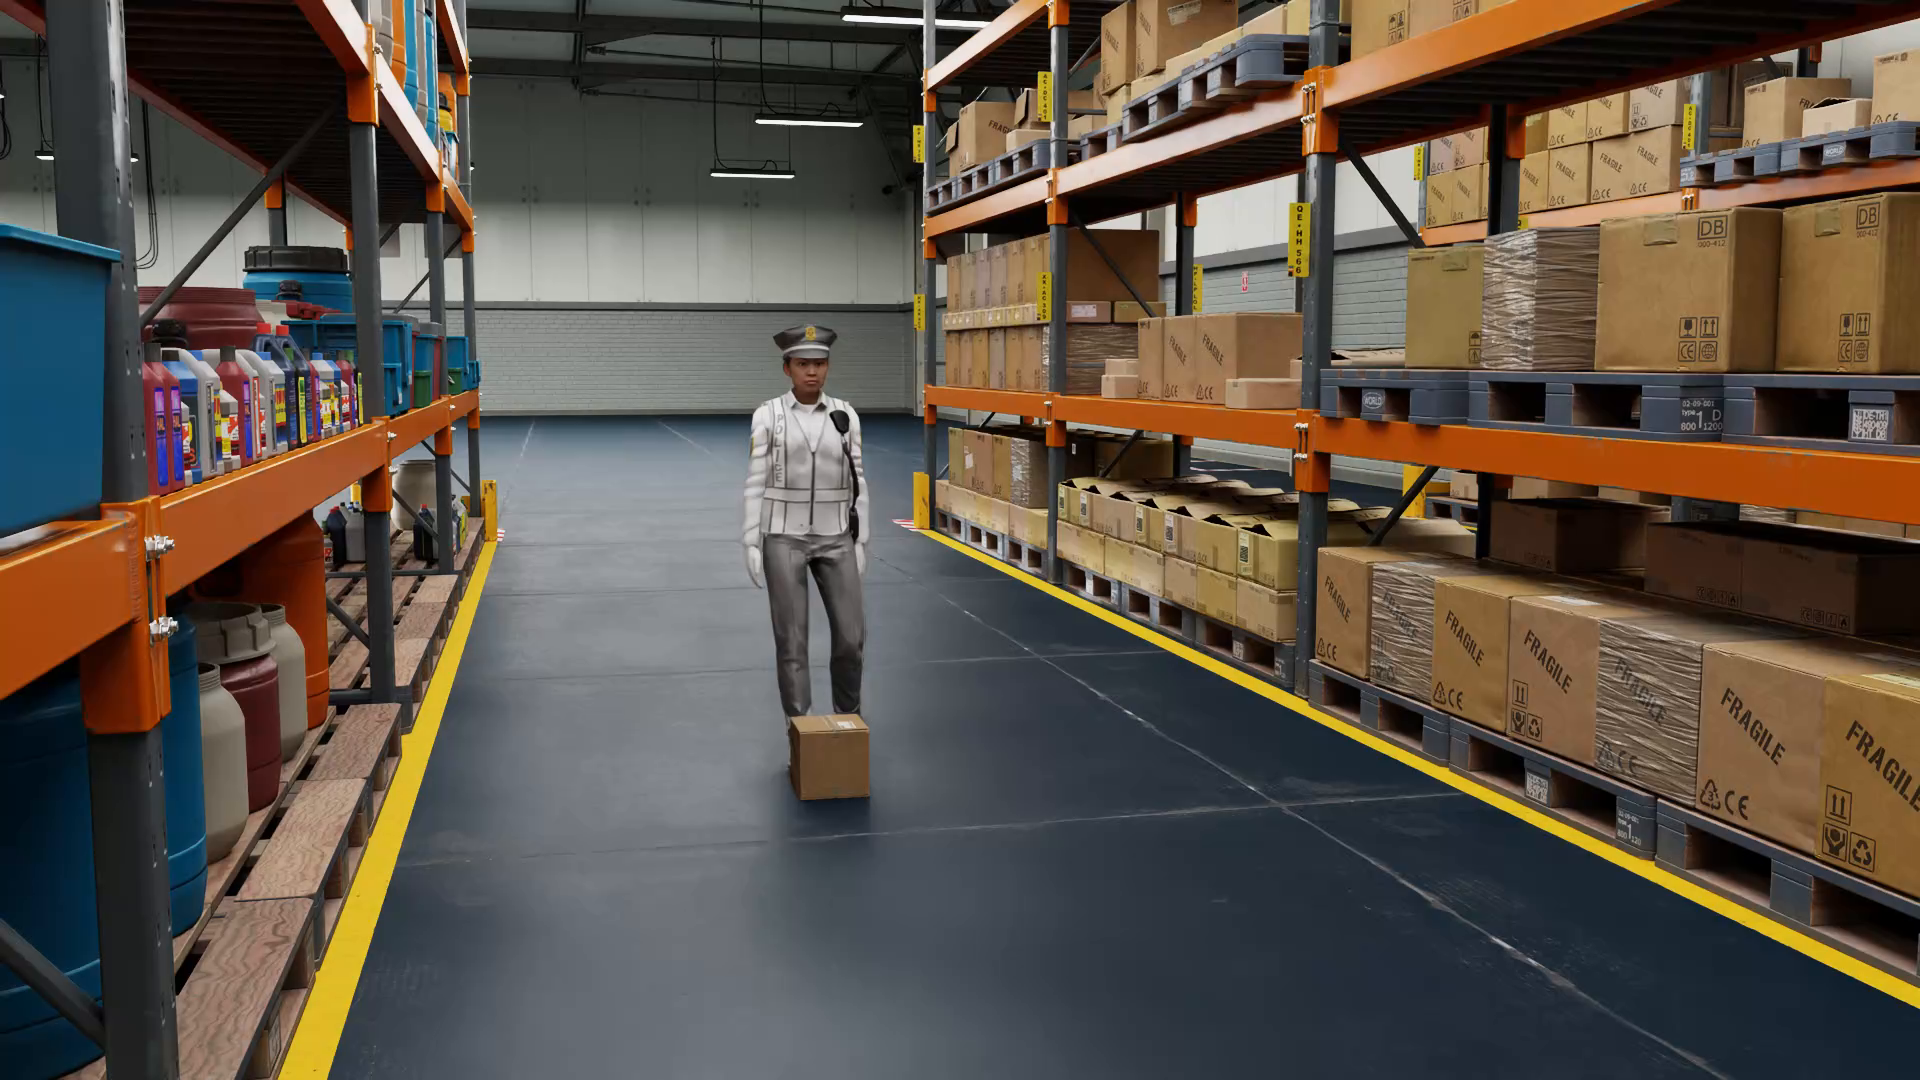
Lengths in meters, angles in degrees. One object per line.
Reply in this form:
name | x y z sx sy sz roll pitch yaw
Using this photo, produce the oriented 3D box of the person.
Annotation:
person | -0.589 0.040 6.391 0.503 1.726 0.486 -2 6 -14
